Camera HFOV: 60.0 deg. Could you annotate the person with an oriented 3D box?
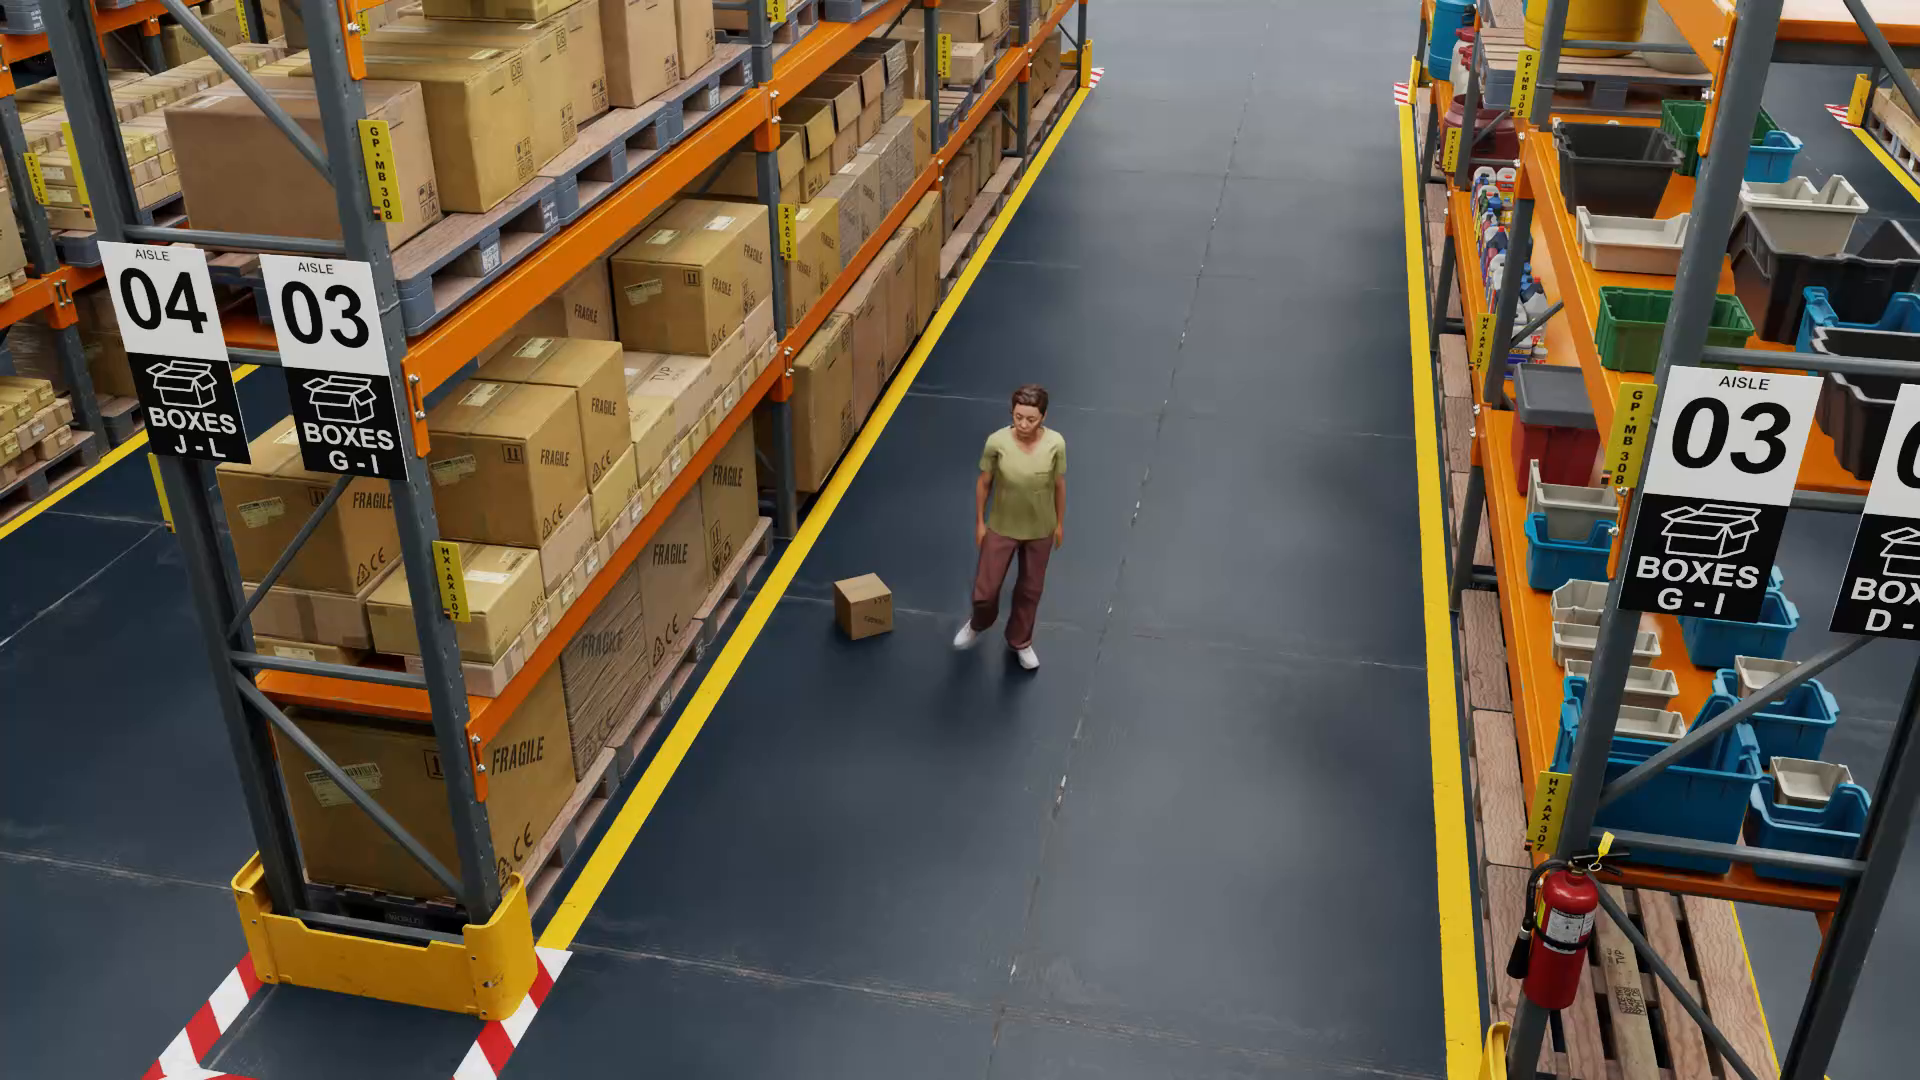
[{"bbox_3d":[0.257,-0.083,8.729,0.582,1.666,0.452,-2,29,-4],"label":"person"}]
